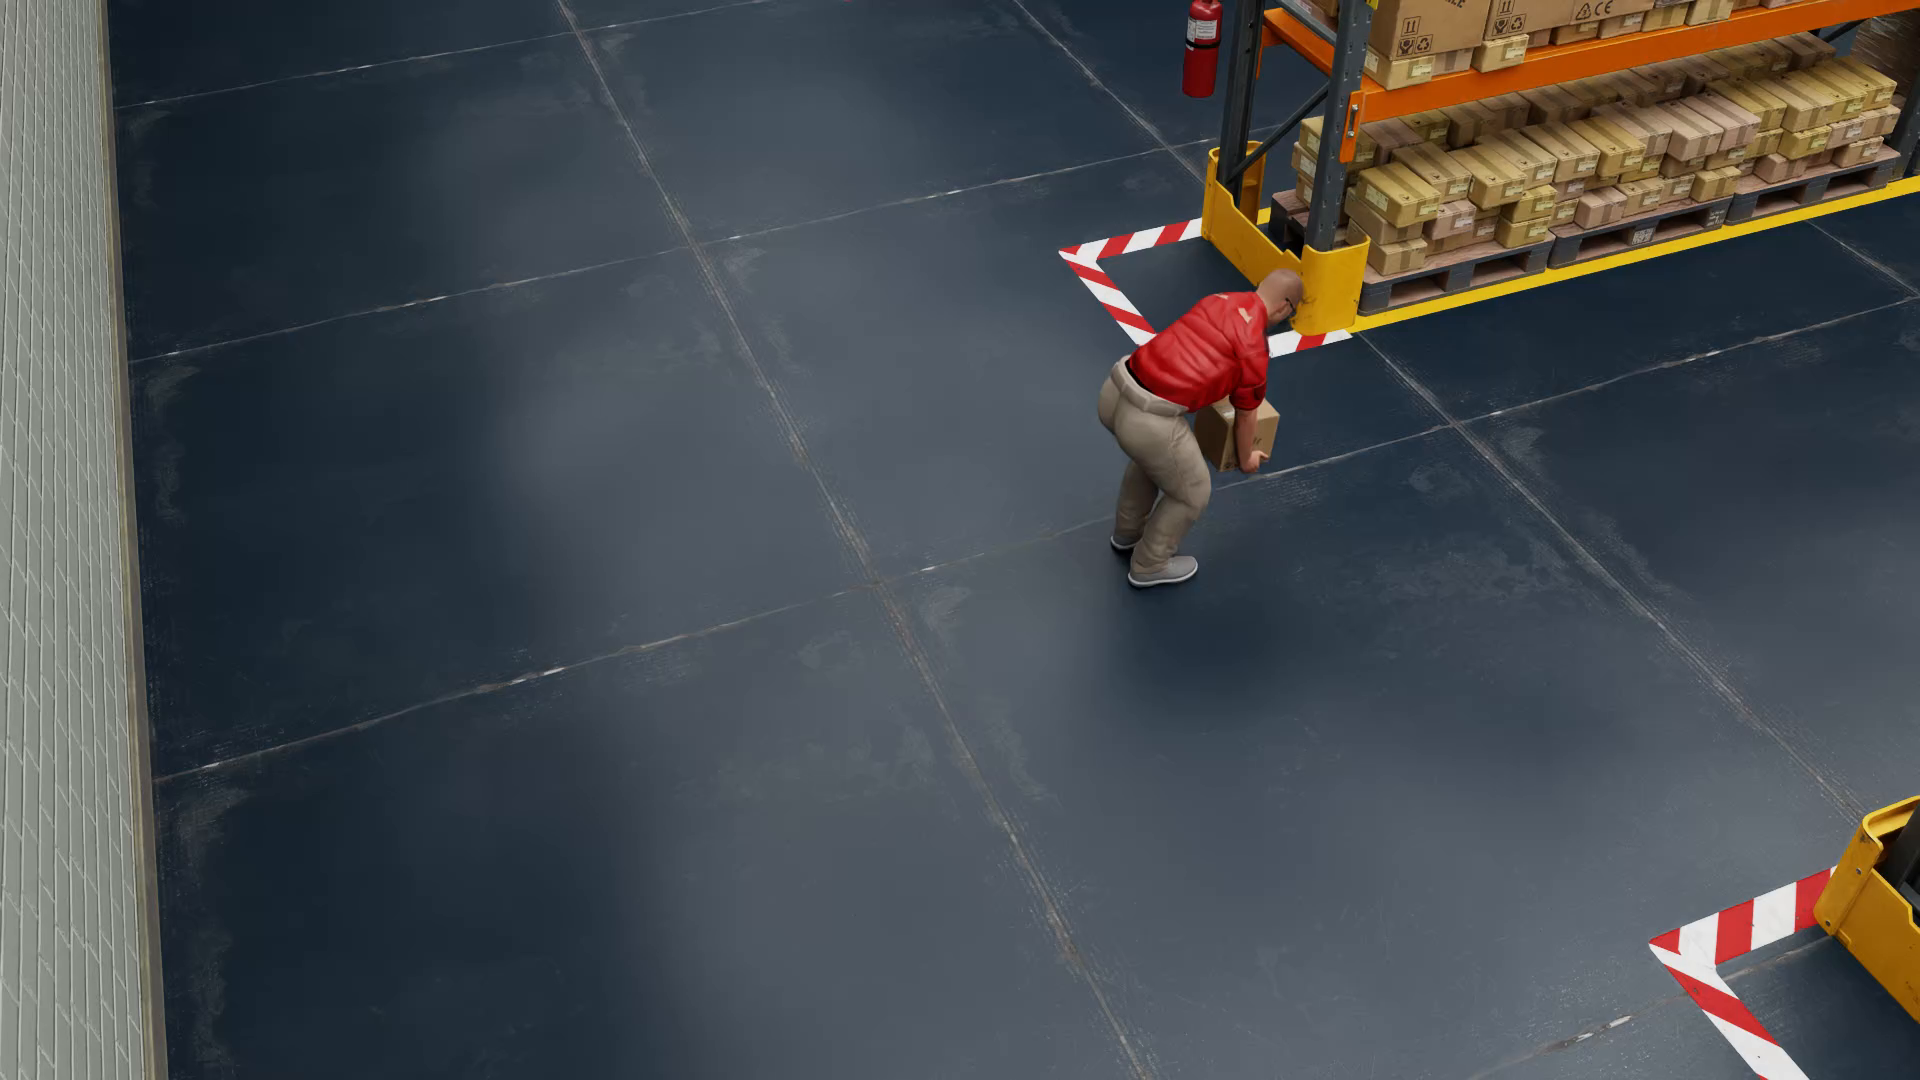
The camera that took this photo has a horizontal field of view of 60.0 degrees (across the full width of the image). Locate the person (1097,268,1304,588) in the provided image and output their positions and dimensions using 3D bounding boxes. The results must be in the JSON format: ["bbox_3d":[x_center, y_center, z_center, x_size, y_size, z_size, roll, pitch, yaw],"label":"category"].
[{"bbox_3d":[1.002,-0.474,7.012,0.883,1.330,0.496,-17,44,-18],"label":"person"}]
